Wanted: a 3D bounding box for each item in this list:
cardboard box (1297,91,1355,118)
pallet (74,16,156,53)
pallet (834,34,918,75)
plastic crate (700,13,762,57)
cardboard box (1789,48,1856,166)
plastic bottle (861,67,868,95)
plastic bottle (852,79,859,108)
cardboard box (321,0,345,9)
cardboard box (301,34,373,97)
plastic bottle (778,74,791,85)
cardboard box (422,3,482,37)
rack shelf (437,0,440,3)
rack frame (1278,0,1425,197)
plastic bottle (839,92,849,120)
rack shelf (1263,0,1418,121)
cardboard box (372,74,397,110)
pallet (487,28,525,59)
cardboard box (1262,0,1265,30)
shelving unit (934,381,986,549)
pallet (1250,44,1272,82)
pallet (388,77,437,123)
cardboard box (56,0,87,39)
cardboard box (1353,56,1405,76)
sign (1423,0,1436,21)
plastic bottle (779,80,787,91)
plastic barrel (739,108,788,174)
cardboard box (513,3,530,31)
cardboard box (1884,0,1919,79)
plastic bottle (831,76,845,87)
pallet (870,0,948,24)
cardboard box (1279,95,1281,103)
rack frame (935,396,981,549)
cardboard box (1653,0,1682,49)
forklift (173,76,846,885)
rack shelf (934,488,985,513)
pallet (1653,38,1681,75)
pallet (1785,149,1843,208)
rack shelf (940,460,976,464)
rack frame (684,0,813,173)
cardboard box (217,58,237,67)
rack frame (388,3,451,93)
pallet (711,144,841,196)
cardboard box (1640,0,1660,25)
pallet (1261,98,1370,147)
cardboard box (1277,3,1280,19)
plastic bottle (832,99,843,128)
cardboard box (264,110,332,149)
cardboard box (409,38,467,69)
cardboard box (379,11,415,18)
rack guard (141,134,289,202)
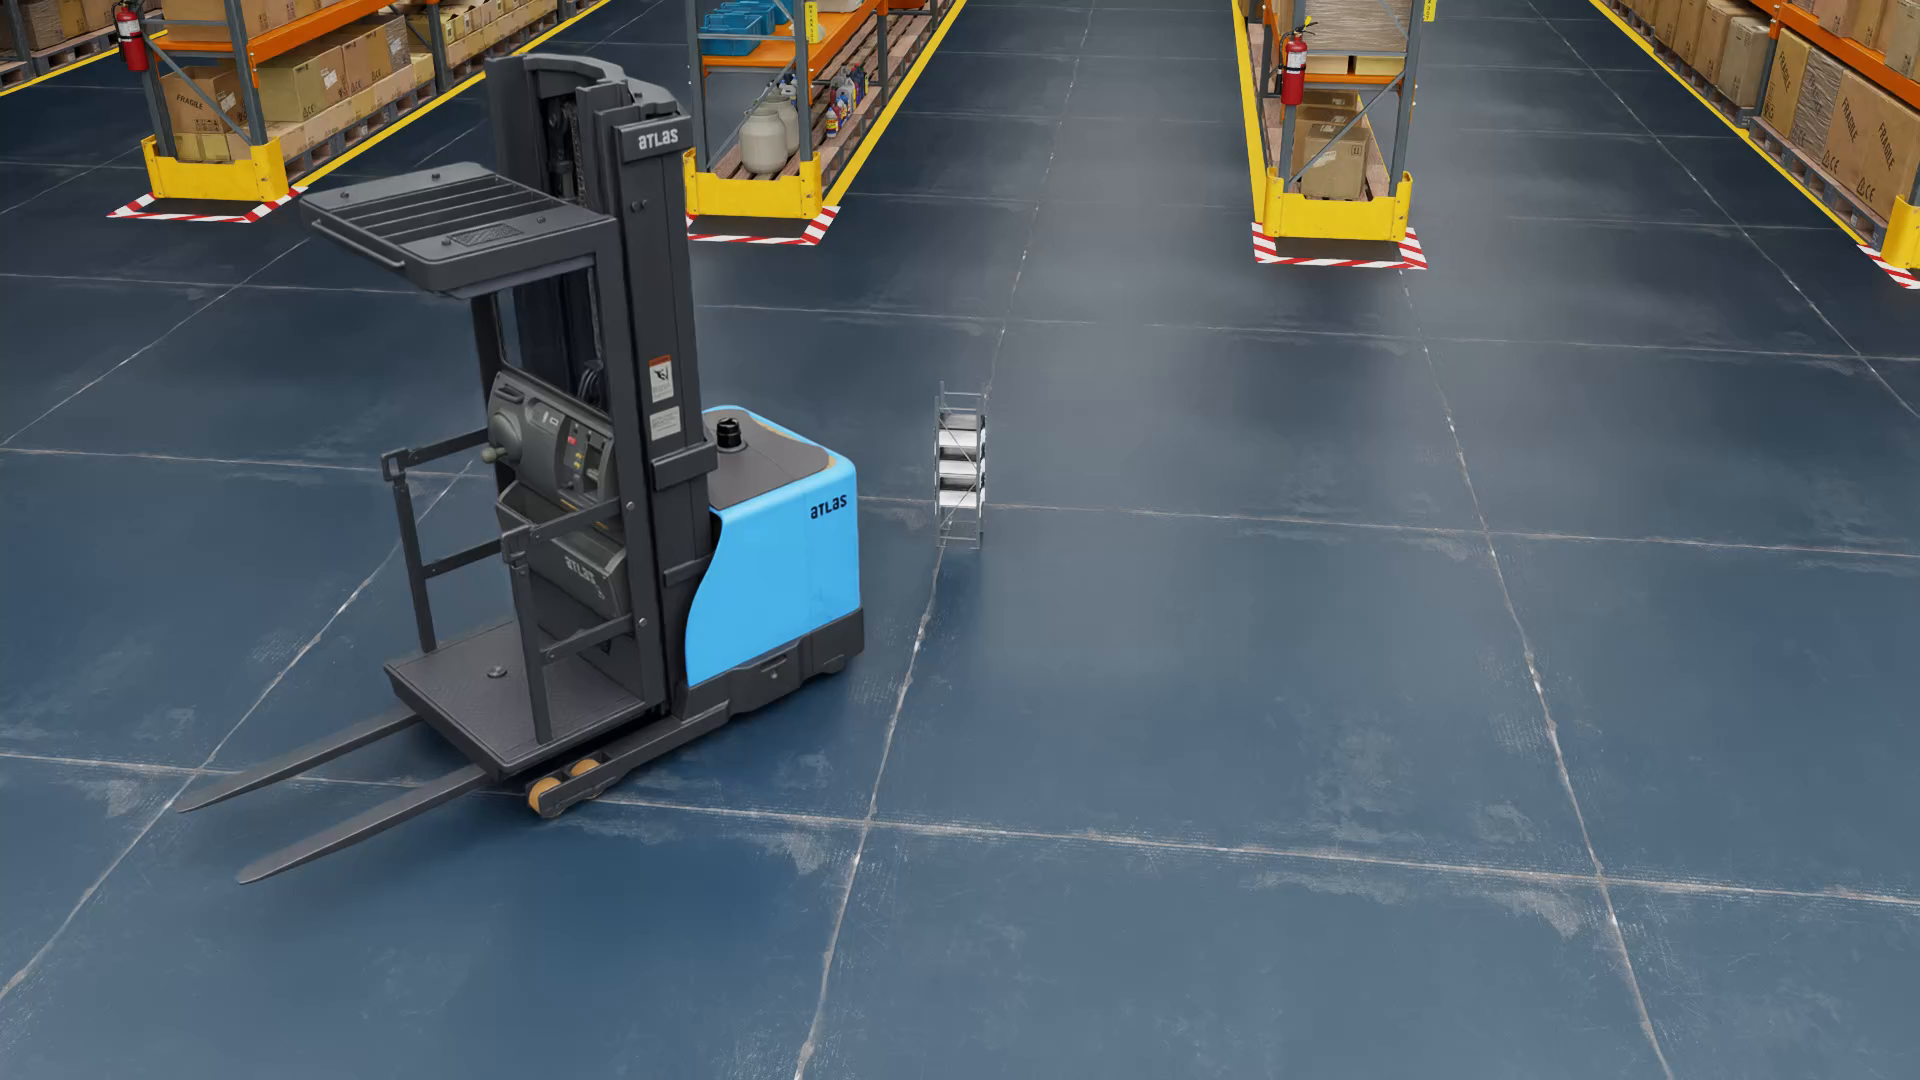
[{"bbox_3d":[3.375,-3.842,15.412,0.500,0.500,0.500,6,29,11],"label":"cardboard box"},{"bbox_3d":[-10.870,-6.349,20.812,1.003,0.211,1.213,3,28,6],"label":"pallet"},{"bbox_3d":[-1.074,-5.779,19.754,1.003,0.211,1.213,3,28,6],"label":"pallet"},{"bbox_3d":[-2.004,-4.363,14.343,0.499,0.251,0.616,3,28,6],"label":"plastic crate"},{"bbox_3d":[8.294,-3.968,15.250,0.875,0.875,0.875,4,29,7],"label":"cardboard box"},{"bbox_3d":[-1.010,-4.811,17.417,0.061,0.283,0.133,5,29,9],"label":"plastic bottle"},{"bbox_3d":[-1.074,-4.567,16.965,0.061,0.283,0.133,5,29,10],"label":"plastic bottle"},{"bbox_3d":[-6.427,-5.457,16.111,0.700,0.500,0.500,4,29,8],"label":"cardboard box"},{"bbox_3d":[-6.211,-4.715,16.505,0.500,0.500,0.500,3,28,6],"label":"cardboard box"},{"bbox_3d":[-1.812,-4.641,17.031,0.144,0.351,0.185,2,28,4],"label":"plastic bottle"},{"bbox_3d":[-5.830,-5.985,19.061,0.500,0.311,0.500,3,28,6],"label":"cardboard box"},{"bbox_3d":[-5.949,-6.973,19.789,1.077,0.370,4.000,3,28,6],"label":"rack shelf"},{"bbox_3d":[3.147,-3.888,13.304,1.000,3.000,0.127,3,28,6],"label":"rack frame"},{"bbox_3d":[-1.158,-4.307,16.495,0.097,0.271,0.097,0,28,0],"label":"plastic bottle"},{"bbox_3d":[3.392,-4.512,15.222,1.077,0.370,4.000,3,28,6],"label":"rack shelf"},{"bbox_3d":[-6.152,-4.620,17.120,0.500,0.250,0.500,3,28,6],"label":"cardboard box"},{"bbox_3d":[-5.996,-6.045,20.249,1.003,0.211,1.213,3,28,6],"label":"pallet"},{"bbox_3d":[4.065,-6.430,20.195,0.700,0.500,0.500,2,28,4],"label":"cardboard box"},{"bbox_3d":[0.001,-0.400,9.044,0.258,0.900,0.210,3,28,6],"label":"shelving unit"},{"bbox_3d":[3.878,-5.485,19.209,1.003,0.211,1.213,3,28,6],"label":"pallet"},{"bbox_3d":[-6.333,-4.749,17.842,1.003,0.211,1.213,3,28,6],"label":"pallet"},{"bbox_3d":[-11.024,-6.321,19.992,0.700,0.500,0.500,3,28,5],"label":"cardboard box"},{"bbox_3d":[3.419,-3.897,13.587,0.380,0.149,0.250,3,28,6],"label":"cardboard box"},{"bbox_3d":[3.686,-4.237,13.040,0.100,0.325,0.005,3,28,6],"label":"sign"},{"bbox_3d":[-1.793,-4.535,16.918,0.097,0.271,0.097,0,28,0],"label":"plastic bottle"},{"bbox_3d":[-1.764,-3.579,14.912,0.421,0.512,0.421,0,28,0],"label":"plastic barrel"},{"bbox_3d":[-5.651,-6.464,20.542,0.500,0.250,0.500,4,29,7],"label":"cardboard box"},{"bbox_3d":[8.103,-4.055,13.457,0.875,0.550,0.550,3,28,6],"label":"cardboard box"},{"bbox_3d":[-1.245,-4.640,17.107,0.152,0.276,0.135,3,28,6],"label":"plastic bottle"},{"bbox_3d":[-0.733,-7.087,22.183,1.003,0.211,1.213,3,28,6],"label":"pallet"},{"bbox_3d":[3.548,-4.669,16.947,0.500,0.500,0.500,3,28,5],"label":"cardboard box"},{"bbox_3d":[-0.011,-0.352,8.955,0.240,0.900,0.006,3,28,6],"label":"rack frame"},{"bbox_3d":[8.874,-6.231,19.582,1.050,0.750,0.750,3,28,6],"label":"cardboard box"},{"bbox_3d":[-1.917,-0.347,6.871,2.937,2.867,1.118,-24,37,-37],"label":"forklift"},{"bbox_3d":[0.001,-0.212,9.145,0.258,0.077,0.200,3,28,6],"label":"rack shelf"},{"bbox_3d":[8.866,-5.723,19.651,1.003,0.211,1.213,3,28,6],"label":"pallet"},{"bbox_3d":[8.230,-3.278,15.112,1.003,0.211,1.213,3,28,6],"label":"pallet"},{"bbox_3d":[0.001,-0.463,9.010,0.199,0.015,0.184,3,28,6],"label":"rack shelf"},{"bbox_3d":[-1.769,-4.176,13.838,1.000,3.000,0.127,3,28,6],"label":"rack frame"},{"bbox_3d":[-6.806,-4.511,16.126,0.500,0.500,0.500,3,28,6],"label":"cardboard box"},{"bbox_3d":[-6.194,-6.348,17.871,1.000,3.000,0.127,3,28,6],"label":"rack frame"},{"bbox_3d":[-1.701,-3.369,15.280,1.003,0.211,1.213,3,28,6],"label":"pallet"},{"bbox_3d":[8.859,-6.727,20.767,0.500,0.500,0.500,3,28,6],"label":"cardboard box"},{"bbox_3d":[3.590,-4.225,16.869,1.003,0.211,1.213,3,28,6],"label":"pallet"},{"bbox_3d":[3.142,-4.869,15.391,0.380,0.149,0.250,3,28,6],"label":"cardboard box"},{"bbox_3d":[-1.195,-4.165,16.231,0.097,0.271,0.097,0,28,0],"label":"plastic bottle"},{"bbox_3d":[-6.340,-3.915,15.810,0.500,0.250,0.500,3,28,6],"label":"cardboard box"},{"bbox_3d":[-5.899,-5.498,18.749,0.500,0.250,0.500,3,28,5],"label":"cardboard box"},{"bbox_3d":[-6.429,-5.777,18.675,0.500,0.311,0.500,3,28,6],"label":"cardboard box"},{"bbox_3d":[-6.687,-3.353,14.947,1.175,0.500,0.348,3,28,6],"label":"rack guard"}]
